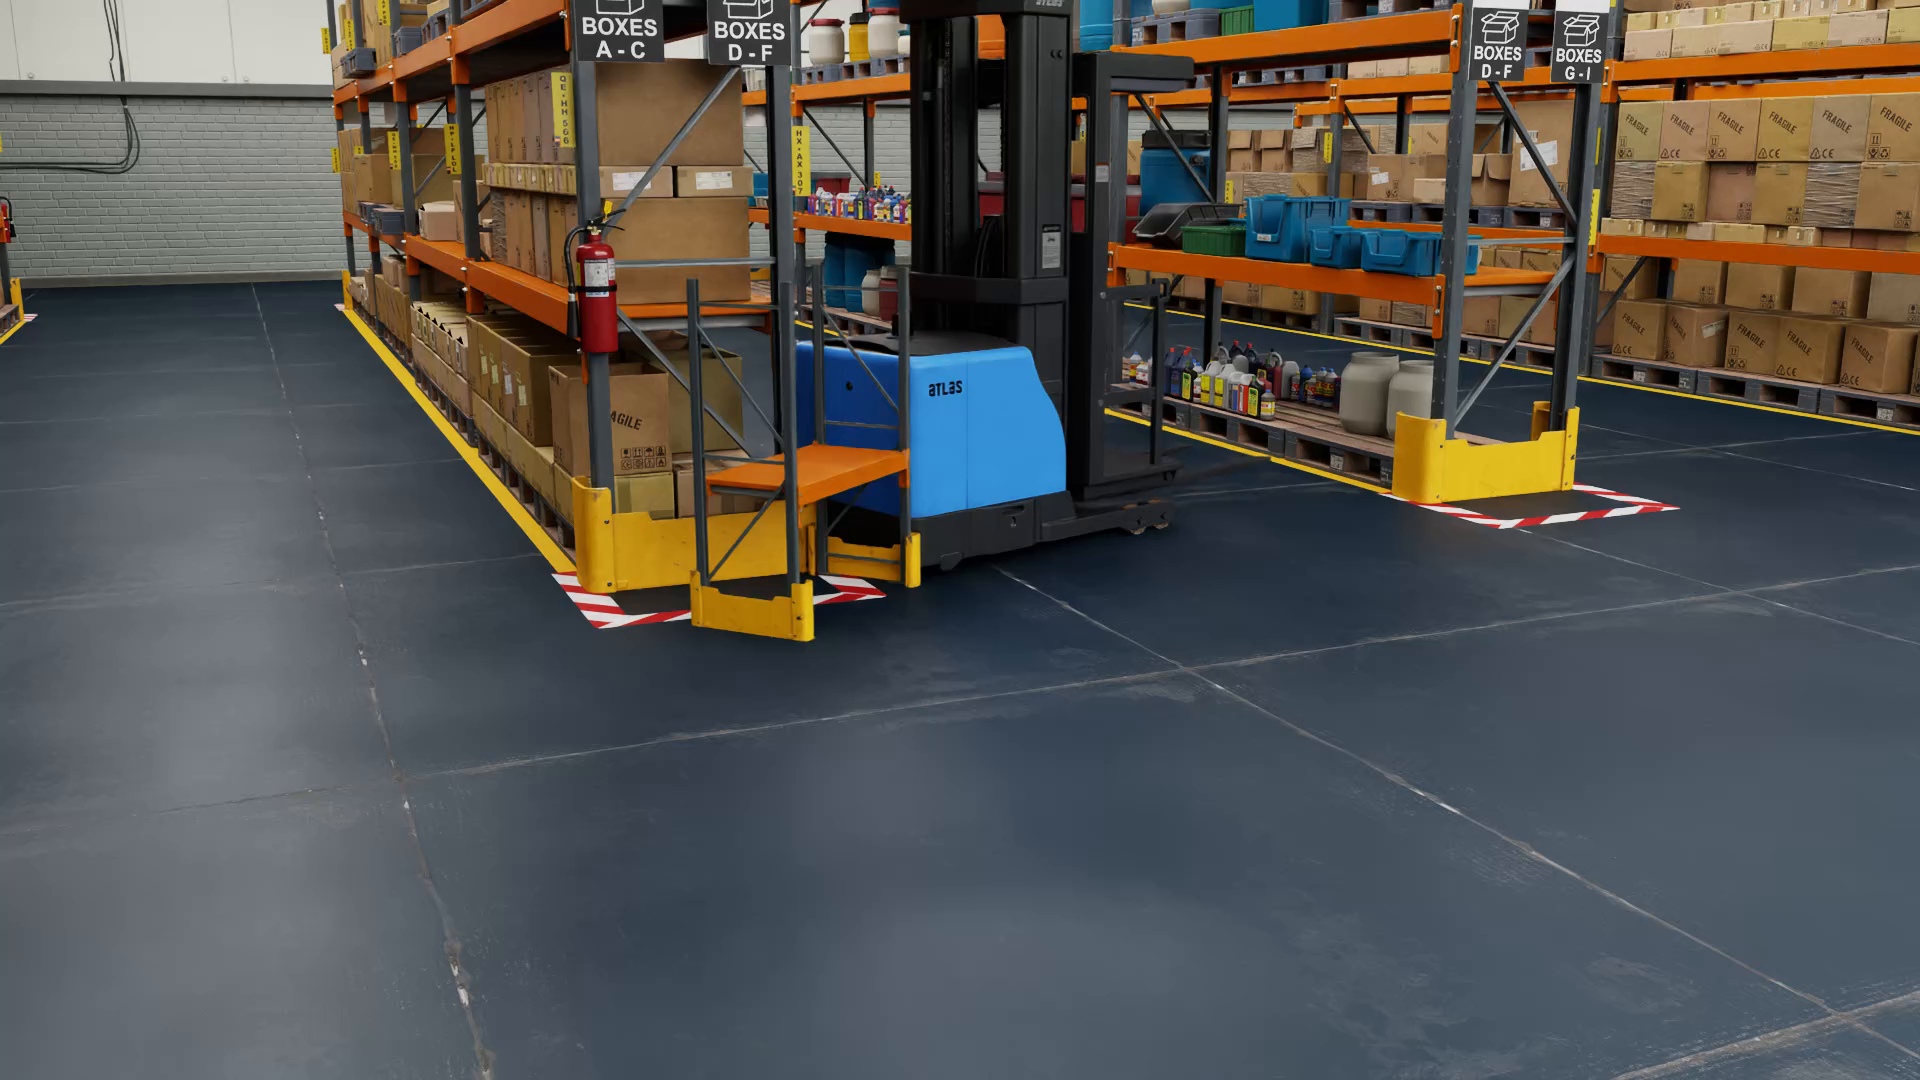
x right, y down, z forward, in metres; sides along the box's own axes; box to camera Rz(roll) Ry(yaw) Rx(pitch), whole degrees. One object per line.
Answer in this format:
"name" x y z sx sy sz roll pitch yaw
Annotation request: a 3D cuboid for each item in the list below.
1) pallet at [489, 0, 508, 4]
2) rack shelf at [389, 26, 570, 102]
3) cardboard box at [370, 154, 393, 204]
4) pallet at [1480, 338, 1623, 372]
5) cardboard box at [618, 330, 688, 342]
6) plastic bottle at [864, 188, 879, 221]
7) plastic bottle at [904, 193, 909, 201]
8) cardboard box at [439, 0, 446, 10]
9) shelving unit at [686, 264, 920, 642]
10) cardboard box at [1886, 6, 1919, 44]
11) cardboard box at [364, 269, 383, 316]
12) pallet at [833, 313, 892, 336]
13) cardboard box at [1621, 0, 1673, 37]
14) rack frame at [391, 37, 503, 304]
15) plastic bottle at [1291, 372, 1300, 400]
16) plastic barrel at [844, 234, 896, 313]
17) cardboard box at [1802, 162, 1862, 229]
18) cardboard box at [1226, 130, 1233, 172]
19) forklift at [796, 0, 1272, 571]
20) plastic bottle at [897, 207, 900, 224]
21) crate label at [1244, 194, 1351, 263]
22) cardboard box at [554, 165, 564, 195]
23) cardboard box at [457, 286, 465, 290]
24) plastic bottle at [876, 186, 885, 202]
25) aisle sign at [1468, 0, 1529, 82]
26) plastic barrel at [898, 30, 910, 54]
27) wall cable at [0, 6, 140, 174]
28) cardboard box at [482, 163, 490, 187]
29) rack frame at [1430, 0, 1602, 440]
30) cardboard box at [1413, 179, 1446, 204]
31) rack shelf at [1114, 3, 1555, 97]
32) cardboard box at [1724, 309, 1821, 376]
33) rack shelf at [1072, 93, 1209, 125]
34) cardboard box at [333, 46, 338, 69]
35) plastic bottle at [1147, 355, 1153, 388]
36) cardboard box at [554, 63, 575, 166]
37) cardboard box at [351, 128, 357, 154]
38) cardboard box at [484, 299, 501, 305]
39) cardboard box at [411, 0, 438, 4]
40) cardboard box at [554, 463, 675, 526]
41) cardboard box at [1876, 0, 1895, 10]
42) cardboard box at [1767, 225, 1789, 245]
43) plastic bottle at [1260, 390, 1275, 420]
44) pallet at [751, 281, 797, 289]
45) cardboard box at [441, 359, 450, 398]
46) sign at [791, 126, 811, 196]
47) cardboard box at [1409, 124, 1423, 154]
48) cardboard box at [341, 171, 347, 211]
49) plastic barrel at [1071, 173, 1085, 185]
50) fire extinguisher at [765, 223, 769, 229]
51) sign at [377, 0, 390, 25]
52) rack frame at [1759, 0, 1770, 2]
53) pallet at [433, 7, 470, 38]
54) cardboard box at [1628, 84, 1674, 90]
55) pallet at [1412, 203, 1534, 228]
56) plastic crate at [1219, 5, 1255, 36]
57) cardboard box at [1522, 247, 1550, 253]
"pallet" -2.027 -3.118 9.235 1.003 0.211 1.213 -6 14 -23
"rack shelf" -3.678 -3.650 12.930 1.077 0.370 4.000 -6 14 -23
"cardboard box" -5.763 -3.777 17.386 0.700 0.500 0.500 -3 13 -14
"pallet" 5.888 -1.822 16.274 1.003 0.211 1.213 -6 14 -23
"cardboard box" -1.884 -0.971 9.915 0.500 0.500 0.500 -6 14 -23
"plastic bottle" -0.976 -3.693 18.281 0.144 0.351 0.185 -6 14 -23
"plastic bottle" -0.593 -3.857 19.158 0.152 0.276 0.135 -6 14 -23
"cardboard box" -4.020 -4.350 13.760 0.500 0.250 0.500 -5 14 -21
"shelving unit" -0.681 -0.438 7.437 0.587 1.500 1.083 6 14 25
"cardboard box" 7.175 -3.761 12.149 0.500 0.250 0.500 -6 14 -23
"cardboard box" -6.570 -2.867 19.174 0.500 0.500 0.500 -6 14 -23
"pallet" -0.778 -2.451 18.992 1.003 0.211 1.213 -6 14 -23
"cardboard box" 6.103 -4.842 15.326 0.797 0.503 0.637 -6 14 -26
"rack frame" -4.480 -2.952 14.973 1.000 3.000 0.127 -6 14 -23
"plastic bottle" 2.525 -1.154 12.434 0.097 0.201 0.097 0 13 0
"plastic barrel" -1.056 -3.147 19.538 0.600 0.901 0.708 -6 14 -23
"cardboard box" 7.137 -2.703 13.014 0.875 0.500 0.500 -6 14 -23
"cardboard box" 3.524 -4.936 21.098 0.797 0.503 0.637 -5 14 -22
"forklift" 0.538 -1.533 8.993 3.031 2.935 1.130 -12 17 -41
"plastic bottle" -0.614 -3.420 17.436 0.097 0.201 0.097 0 13 0
"crate label" 2.280 -2.119 11.295 0.502 0.435 0.616 -6 14 -23
"cardboard box" -1.910 -1.885 8.701 0.380 0.149 0.250 -5 14 -22
"cardboard box" -4.811 -2.280 16.638 0.500 0.500 0.500 -6 14 -24
"plastic bottle" -0.932 -3.990 19.565 0.144 0.351 0.185 -6 14 -23
"aisle sign" 3.022 -2.971 9.288 0.394 0.787 0.004 -6 14 -23
"plastic barrel" -0.503 -5.206 17.433 0.301 0.262 0.301 0 13 0
"wall cable" -14.160 -6.768 25.040 3.097 2.526 0.112 -6 14 -23
"cardboard box" -2.947 -2.417 11.002 0.380 0.149 0.250 -6 14 -23
"rack frame" 3.265 -1.746 9.761 1.000 3.000 0.127 -6 14 -23
"cardboard box" 5.059 -3.611 17.219 0.500 0.250 0.500 -6 14 -25
"rack shelf" 2.464 -3.270 11.290 1.077 0.370 4.000 -6 14 -23
"cardboard box" 6.882 -1.681 14.095 0.500 0.500 0.500 -7 15 -28
"rack shelf" 2.195 -6.197 23.934 1.077 0.370 4.000 -6 14 -23
"cardboard box" -7.523 -6.003 20.727 0.500 0.250 0.500 -6 14 -23
"plastic bottle" 1.543 -1.290 12.856 0.152 0.276 0.135 -5 14 -21
"cardboard box" -1.687 -2.197 8.610 0.700 0.500 0.500 -6 14 -24
"cardboard box" -6.729 -4.501 19.226 0.500 0.500 0.500 -6 14 -24
"cardboard box" -4.044 -2.004 14.801 0.500 0.311 0.500 -5 14 -21
"cardboard box" -4.649 -5.040 14.903 0.500 0.500 0.500 -6 14 -23
"cardboard box" -1.760 -0.248 8.458 0.500 0.250 0.500 -6 14 -23
"cardboard box" 7.092 -4.028 12.418 0.380 0.149 0.250 -5 14 -22
"cardboard box" 6.766 -2.470 13.445 0.380 0.149 0.250 -6 14 -23
"plastic bottle" 2.128 -0.937 11.496 0.097 0.201 0.097 0 13 0
"pallet" -2.849 -3.519 23.607 1.003 0.211 1.213 -6 14 -23
"cardboard box" -3.715 -1.261 12.831 0.500 0.250 0.500 -5 14 -22
"sign" -0.764 -1.809 7.936 0.100 0.325 0.005 -6 14 -23
"cardboard box" 6.933 -5.959 24.868 0.500 0.500 0.500 -6 14 -25
"cardboard box" -7.748 -4.538 21.604 0.500 0.500 0.500 -5 14 -22
"plastic barrel" 1.013 -3.097 15.297 0.433 0.535 0.433 0 13 0
"fire extinguisher" -2.788 -4.904 24.407 0.296 0.674 0.183 -6 14 -23
"sign" -4.978 -4.617 14.366 0.100 0.325 0.005 -6 14 -23
"rack frame" 12.077 -8.490 25.597 1.000 3.000 0.127 -6 14 -23
"pallet" -3.242 -3.675 11.868 0.805 0.209 1.217 -6 14 -25
"cardboard box" 8.722 -5.878 20.742 0.500 0.500 0.500 -6 14 -23
"pallet" 5.429 -3.347 17.106 1.003 0.211 1.213 -6 14 -23
"plastic crate" 2.045 -3.580 11.503 0.336 0.188 0.450 -6 14 -23
"cardboard box" 8.051 -4.060 22.708 0.500 0.250 0.500 -5 14 -21
